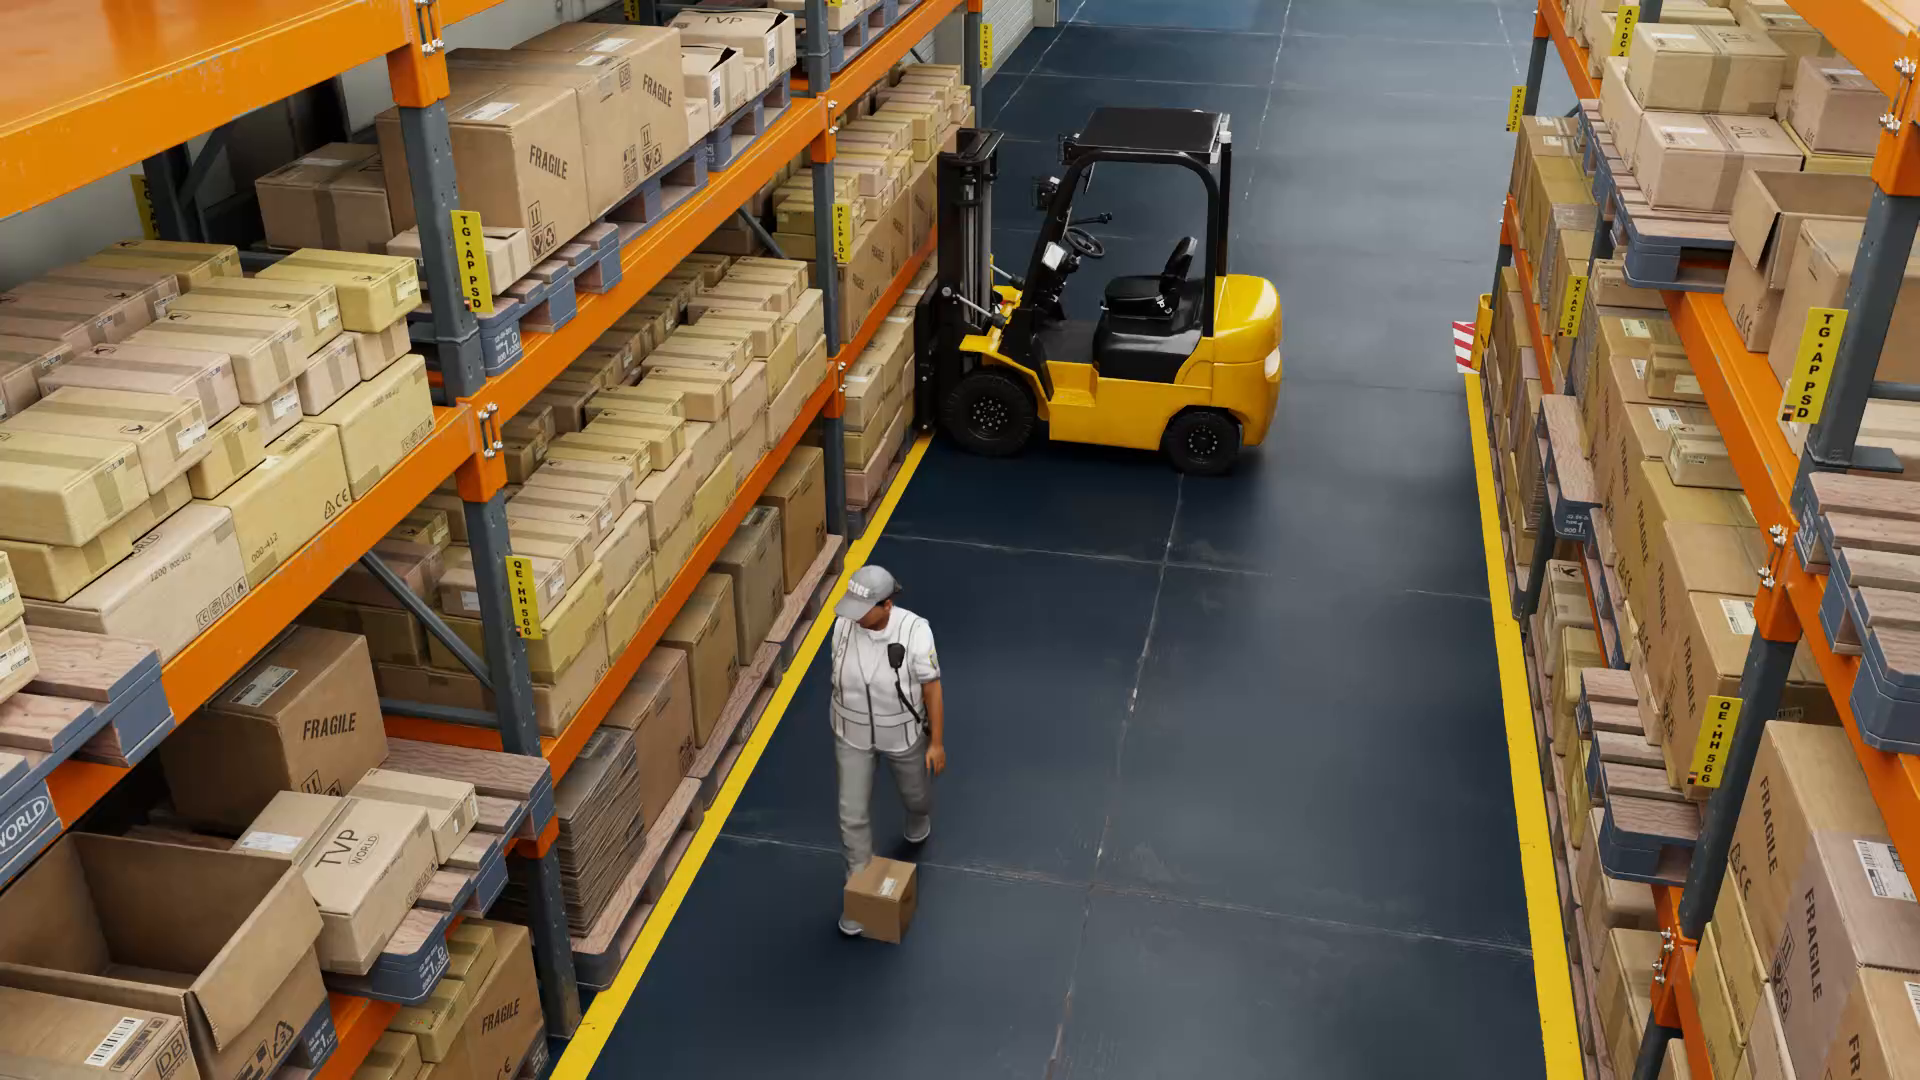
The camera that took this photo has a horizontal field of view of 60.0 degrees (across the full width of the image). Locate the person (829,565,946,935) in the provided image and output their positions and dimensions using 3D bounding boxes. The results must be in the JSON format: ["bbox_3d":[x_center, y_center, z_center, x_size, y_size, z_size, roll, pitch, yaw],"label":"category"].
[{"bbox_3d":[-0.302,0.808,7.148,0.512,1.630,0.870,4,29,7],"label":"person"}]
